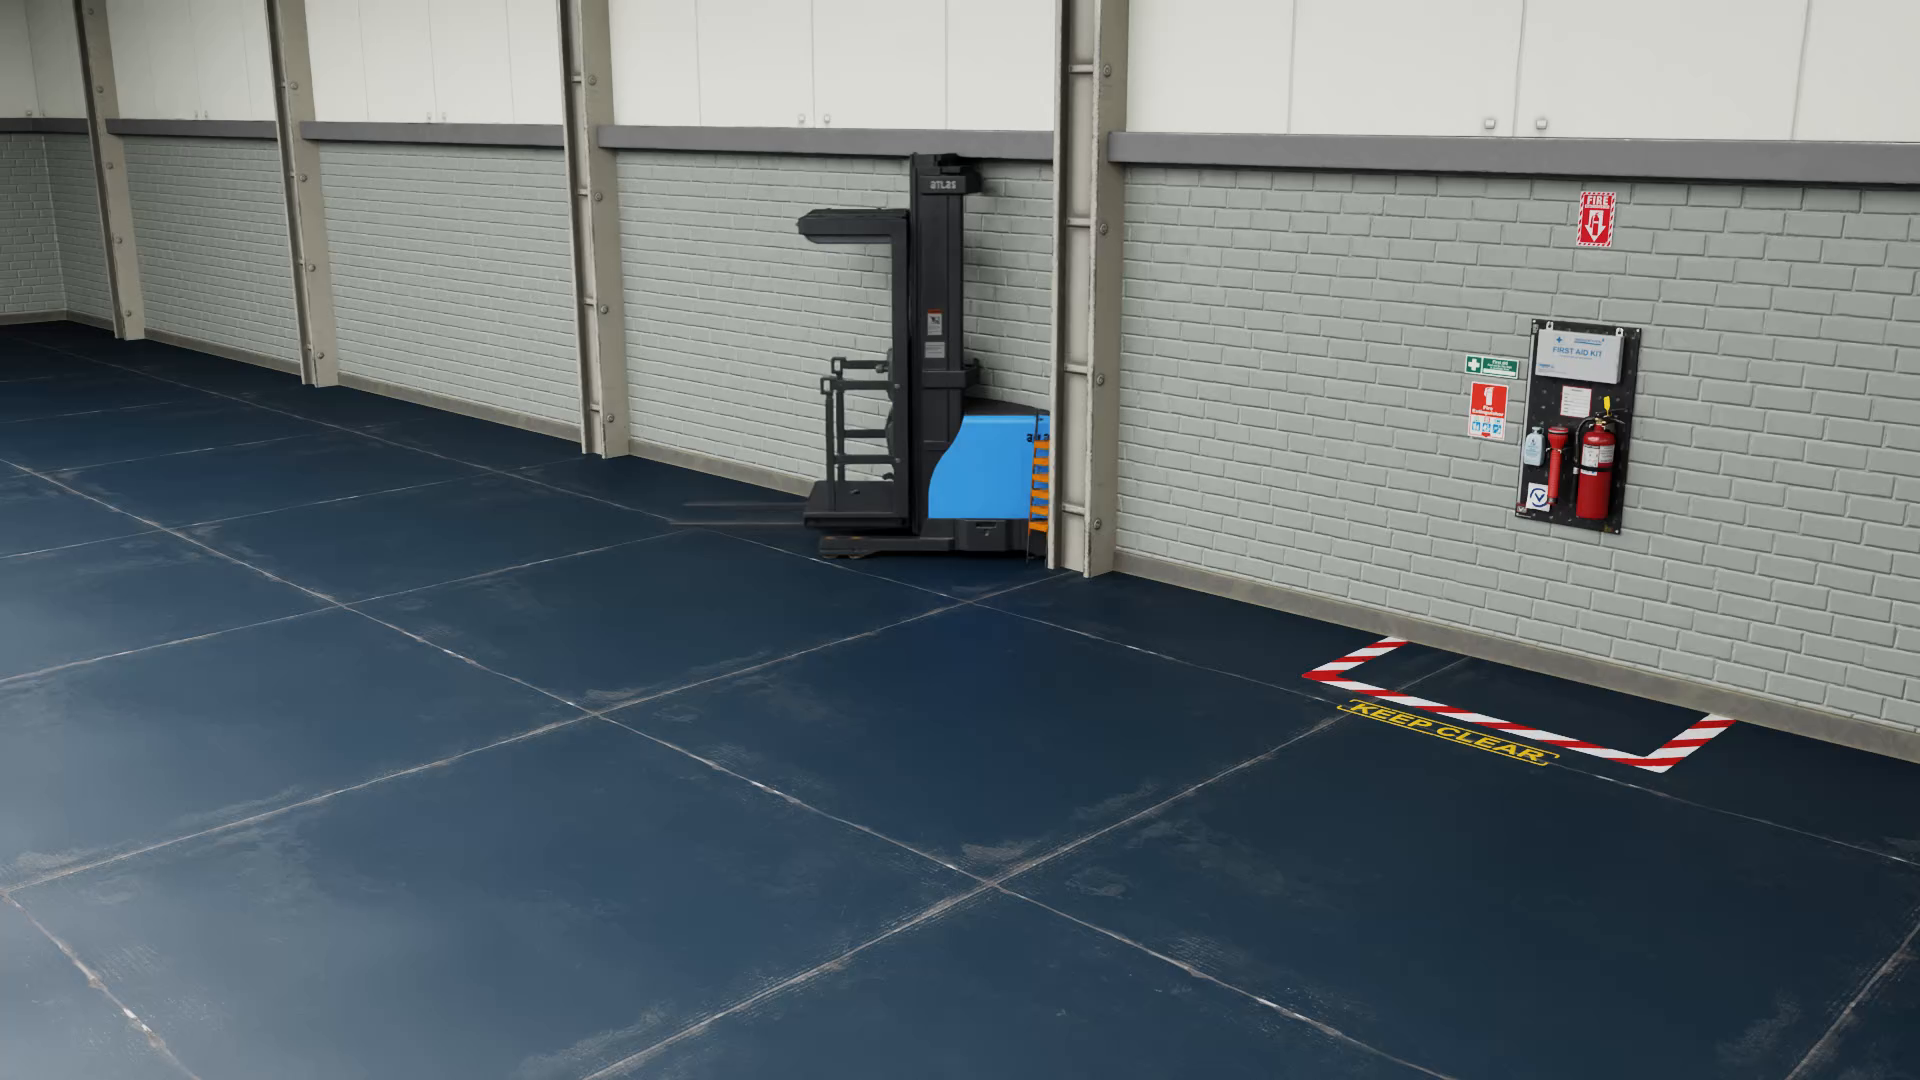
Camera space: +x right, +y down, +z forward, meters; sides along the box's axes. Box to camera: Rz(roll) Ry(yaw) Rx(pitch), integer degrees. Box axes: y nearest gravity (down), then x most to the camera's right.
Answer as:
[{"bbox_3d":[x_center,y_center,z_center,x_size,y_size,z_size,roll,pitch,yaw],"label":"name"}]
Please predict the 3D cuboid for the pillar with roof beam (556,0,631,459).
[{"bbox_3d":[-6.421,-4.415,12.030,0.400,9.000,9.100,14,20,42],"label":"pillar with roof beam"}]

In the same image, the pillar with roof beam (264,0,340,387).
[{"bbox_3d":[-10.740,-5.465,16.060,0.400,9.000,9.100,14,20,42],"label":"pillar with roof beam"}]

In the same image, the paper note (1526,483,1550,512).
[{"bbox_3d":[3.374,-0.250,9.690,0.142,0.148,0.016,14,20,42],"label":"paper note"}]

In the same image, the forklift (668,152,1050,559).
[{"bbox_3d":[-0.685,-1.408,12.521,3.031,2.935,1.130,0,15,0],"label":"forklift"}]

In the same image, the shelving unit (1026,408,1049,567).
[{"bbox_3d":[0.671,-0.362,12.198,0.189,1.200,0.258,14,16,42],"label":"shelving unit"}]

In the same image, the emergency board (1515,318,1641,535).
[{"bbox_3d":[3.453,-0.633,9.411,0.643,1.169,0.194,14,20,42],"label":"emergency board"}]

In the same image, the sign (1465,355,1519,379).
[{"bbox_3d":[3.124,-1.020,9.774,0.331,0.109,0.001,14,20,42],"label":"sign"}]

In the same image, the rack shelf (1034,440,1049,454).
[{"bbox_3d":[0.689,-0.671,12.135,0.180,0.103,0.258,14,16,42],"label":"rack shelf"}]

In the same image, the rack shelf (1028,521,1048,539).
[{"bbox_3d":[0.654,-0.084,12.255,0.180,0.103,0.258,14,16,42],"label":"rack shelf"}]

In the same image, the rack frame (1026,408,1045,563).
[{"bbox_3d":[0.605,-0.378,12.259,0.006,1.200,0.240,14,16,42],"label":"rack frame"}]

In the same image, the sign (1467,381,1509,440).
[{"bbox_3d":[3.127,-0.766,9.850,0.234,0.329,0.001,14,20,42],"label":"sign"}]

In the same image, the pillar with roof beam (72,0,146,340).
[{"bbox_3d":[-15.060,-6.515,20.090,0.400,9.000,9.100,14,20,42],"label":"pillar with roof beam"}]

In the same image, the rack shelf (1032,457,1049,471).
[{"bbox_3d":[0.682,-0.553,12.159,0.180,0.103,0.258,14,16,42],"label":"rack shelf"}]

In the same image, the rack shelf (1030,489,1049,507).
[{"bbox_3d":[0.668,-0.318,12.207,0.180,0.103,0.258,14,16,42],"label":"rack shelf"}]

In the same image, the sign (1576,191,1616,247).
[{"bbox_3d":[3.516,-1.774,9.194,0.199,0.298,0.001,14,20,42],"label":"sign"}]

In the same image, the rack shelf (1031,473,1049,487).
[{"bbox_3d":[0.675,-0.436,12.183,0.180,0.103,0.258,14,16,42],"label":"rack shelf"}]

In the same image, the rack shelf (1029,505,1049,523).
[{"bbox_3d":[0.661,-0.201,12.231,0.180,0.103,0.258,14,16,42],"label":"rack shelf"}]

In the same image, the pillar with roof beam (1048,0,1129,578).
[{"bbox_3d":[-2.102,-3.365,8.000,0.400,9.000,9.100,14,20,42],"label":"pillar with roof beam"}]

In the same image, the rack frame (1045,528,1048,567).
[{"bbox_3d":[0.736,-0.345,12.136,0.006,1.200,0.240,14,16,42],"label":"rack frame"}]
